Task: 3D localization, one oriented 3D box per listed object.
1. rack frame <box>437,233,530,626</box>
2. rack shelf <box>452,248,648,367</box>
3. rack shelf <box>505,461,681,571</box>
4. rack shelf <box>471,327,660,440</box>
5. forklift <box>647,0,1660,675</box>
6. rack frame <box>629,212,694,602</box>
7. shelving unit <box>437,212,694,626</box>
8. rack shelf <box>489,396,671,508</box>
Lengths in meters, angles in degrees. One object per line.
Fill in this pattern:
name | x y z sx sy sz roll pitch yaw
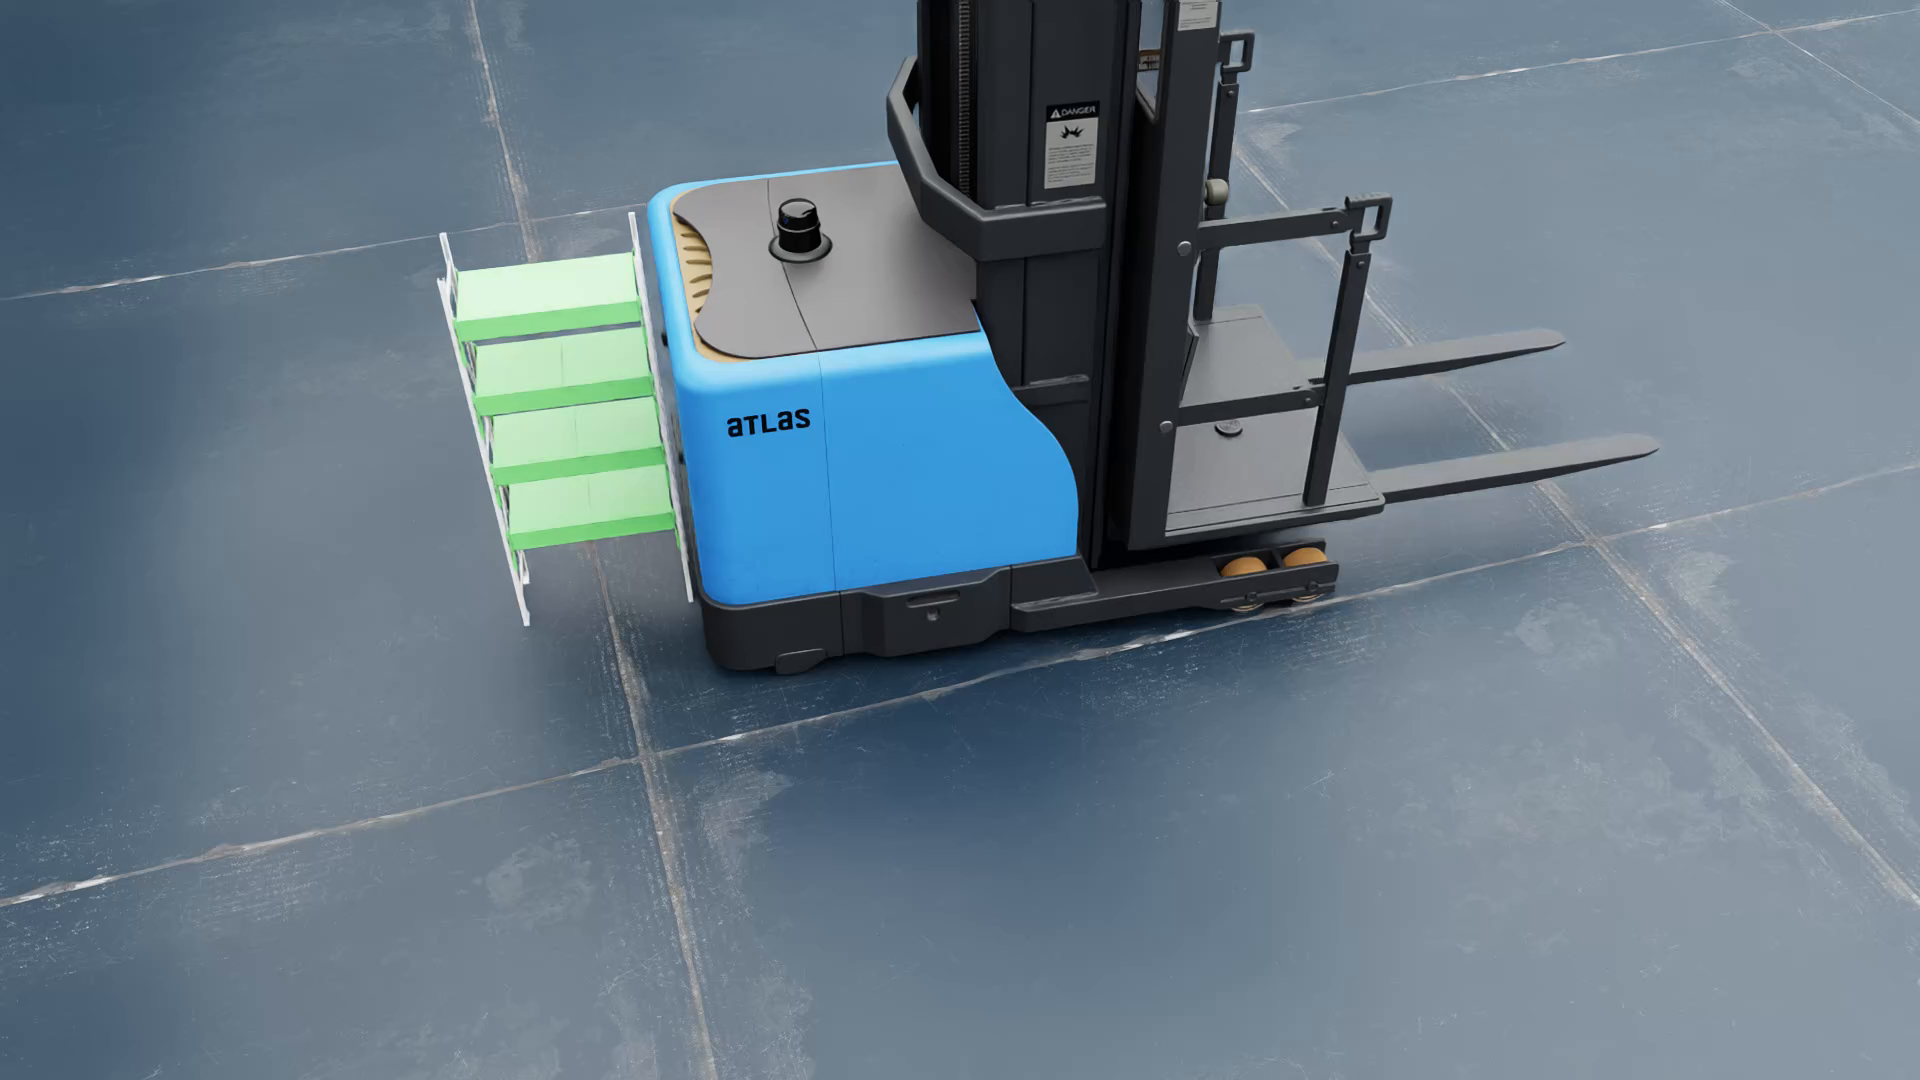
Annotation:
rack frame | -1.320 -0.273 4.650 0.015 1.200 0.240 -8 42 -8
rack shelf | -1.085 -0.619 4.411 0.480 0.148 0.258 -8 42 -8
rack shelf | -1.078 -0.078 4.886 0.480 0.148 0.258 -8 42 -8
rack shelf | -1.083 -0.439 4.569 0.480 0.148 0.258 -8 42 -8
forklift | 0.659 -1.221 4.420 3.031 2.935 1.130 -8 42 -10
rack frame | -0.842 -0.341 4.721 0.015 1.200 0.240 -8 42 -8
shelving unit | -1.081 -0.307 4.685 0.503 1.200 0.258 -8 42 -8
rack shelf | -1.081 -0.259 4.727 0.480 0.148 0.258 -8 42 -8
